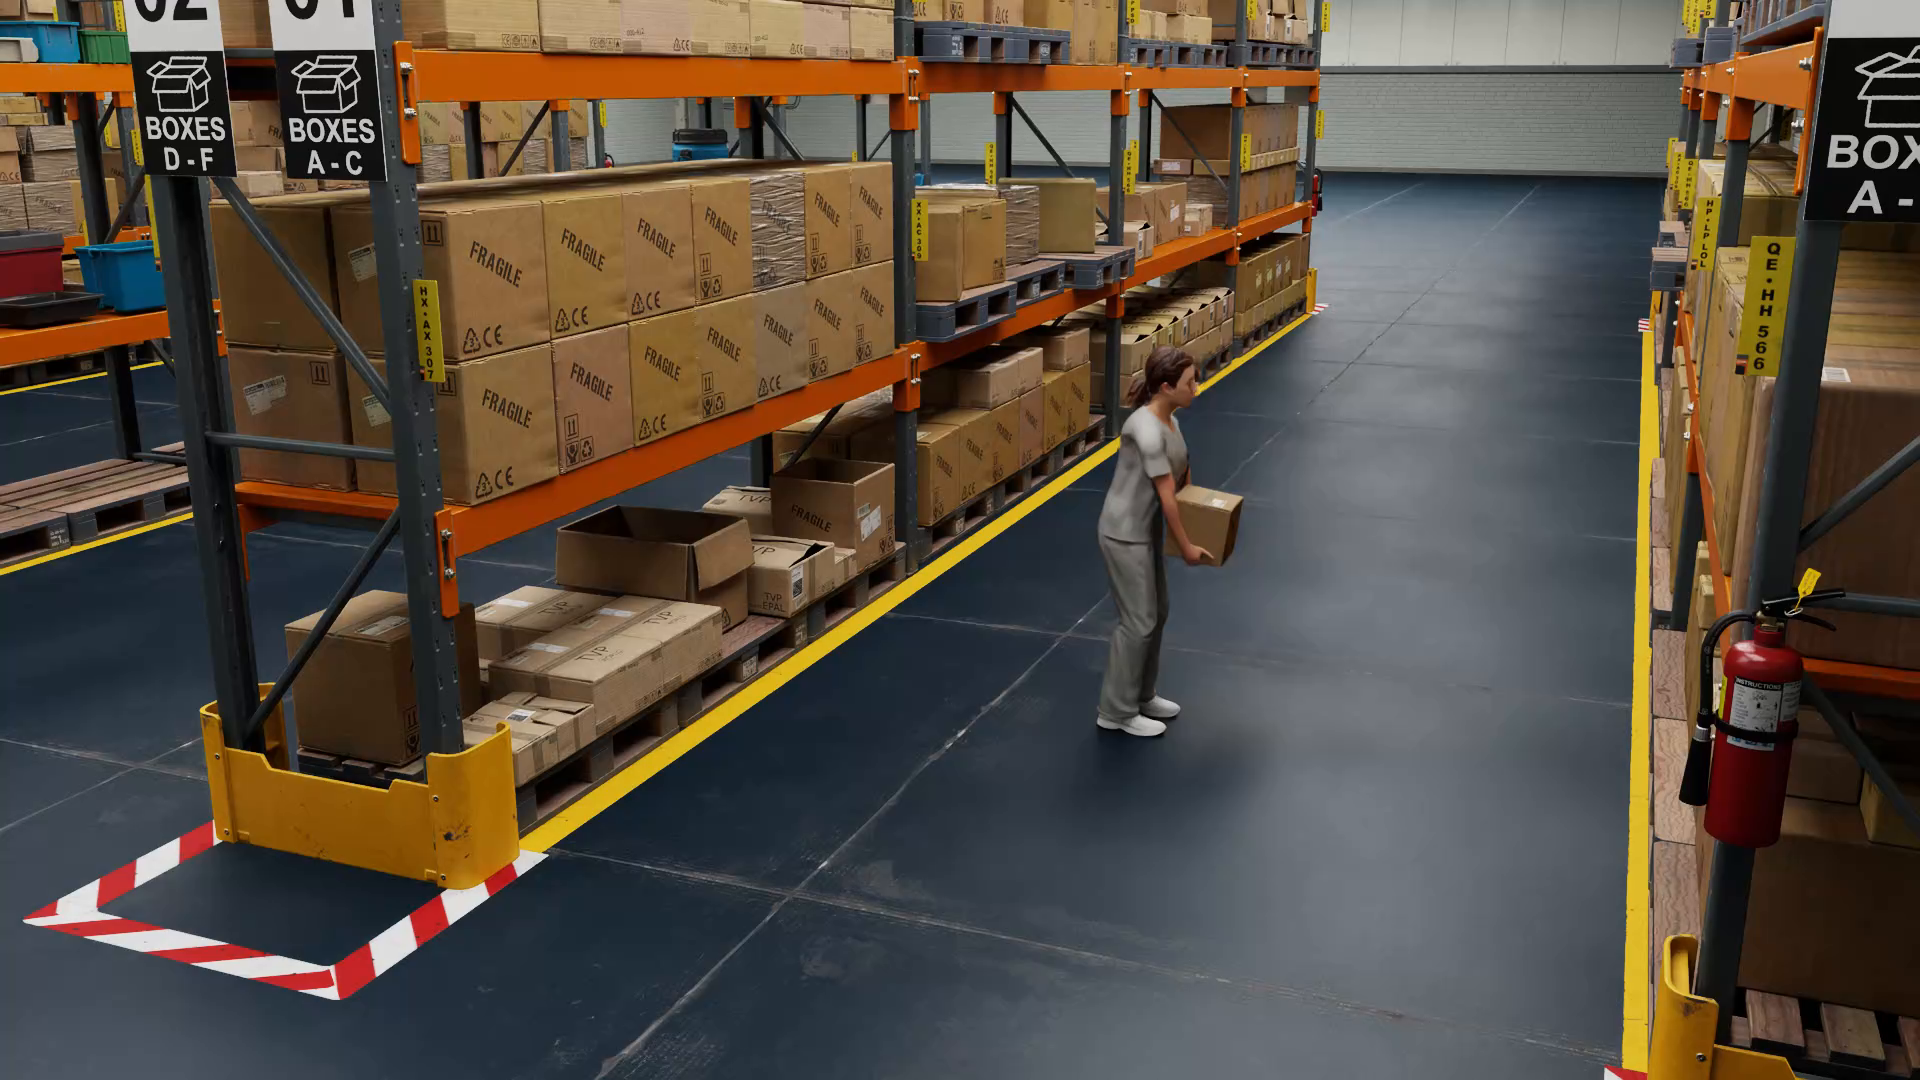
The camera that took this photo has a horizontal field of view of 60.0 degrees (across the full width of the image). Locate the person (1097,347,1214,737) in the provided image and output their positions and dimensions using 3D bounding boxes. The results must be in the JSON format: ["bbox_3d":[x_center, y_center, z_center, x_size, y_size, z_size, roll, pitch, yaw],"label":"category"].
[{"bbox_3d":[0.852,0.004,7.056,0.519,1.658,0.409,6,16,20],"label":"person"}]
